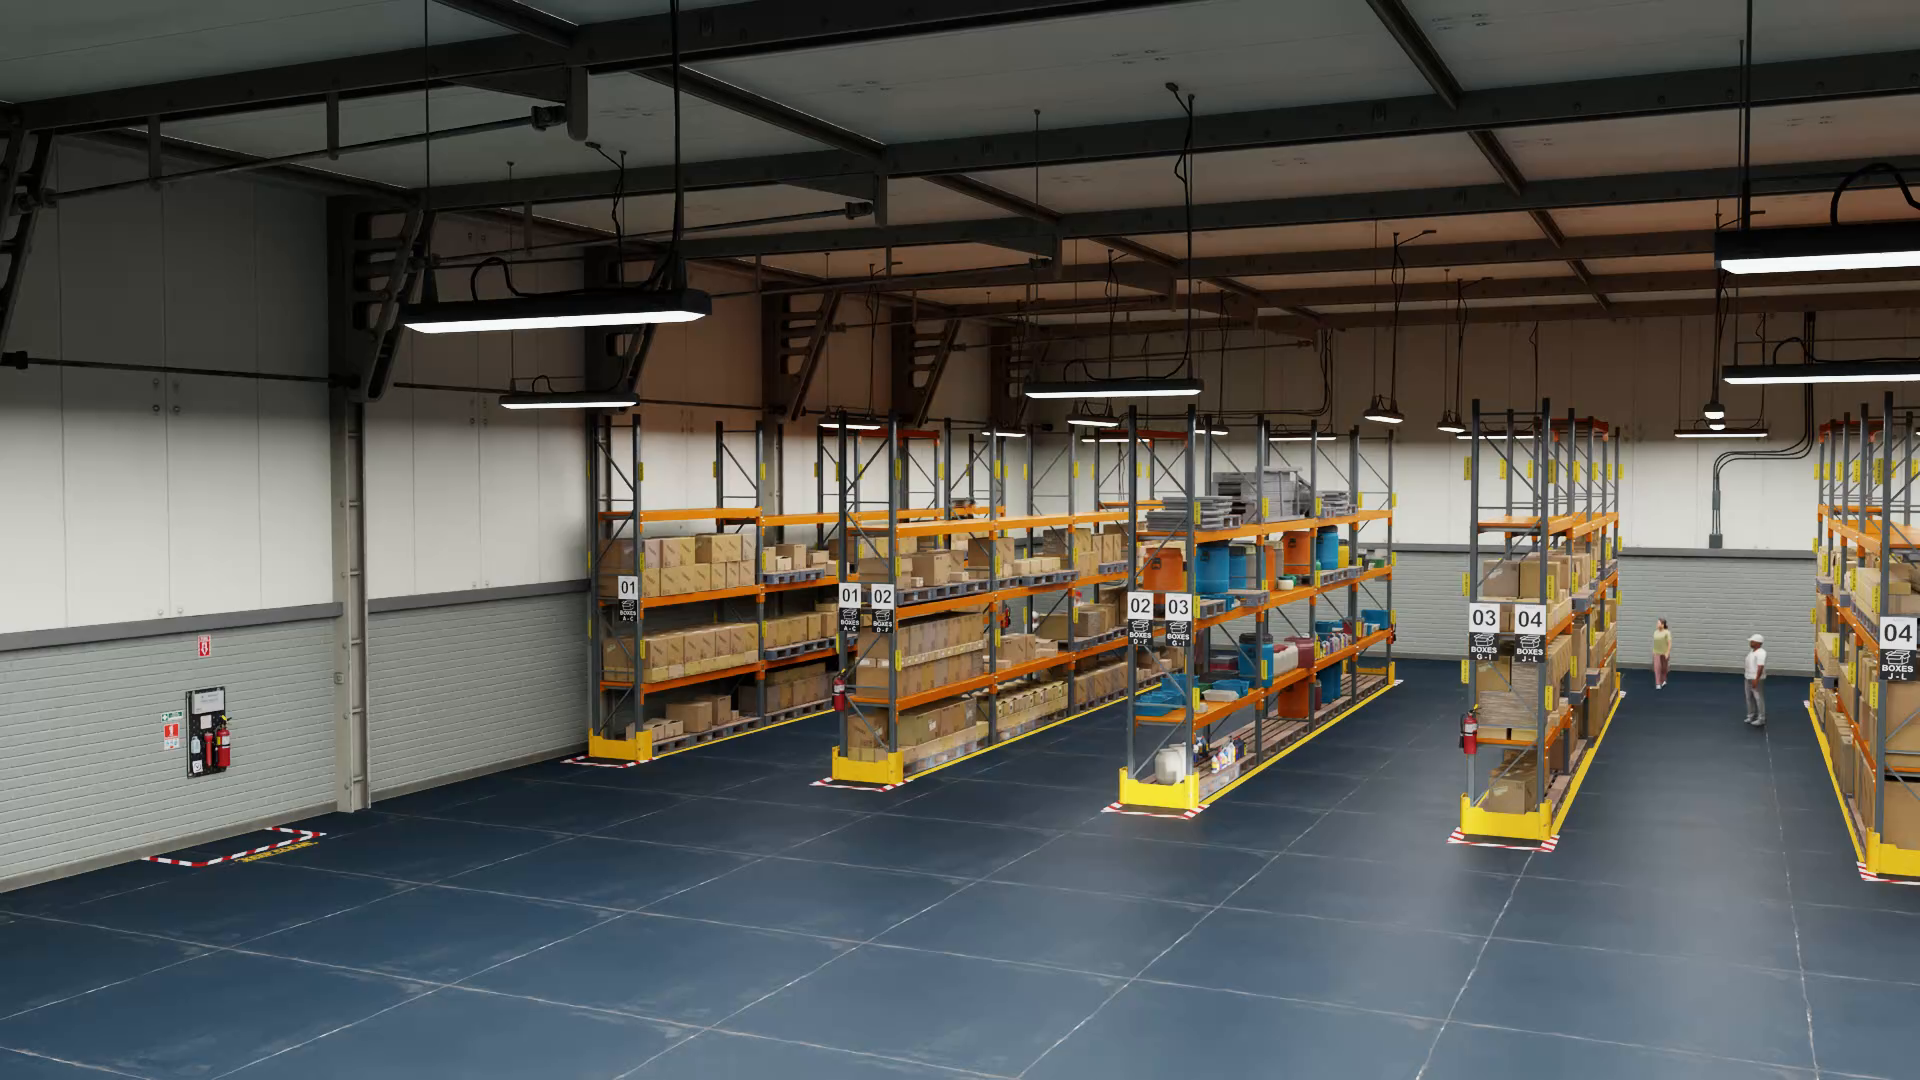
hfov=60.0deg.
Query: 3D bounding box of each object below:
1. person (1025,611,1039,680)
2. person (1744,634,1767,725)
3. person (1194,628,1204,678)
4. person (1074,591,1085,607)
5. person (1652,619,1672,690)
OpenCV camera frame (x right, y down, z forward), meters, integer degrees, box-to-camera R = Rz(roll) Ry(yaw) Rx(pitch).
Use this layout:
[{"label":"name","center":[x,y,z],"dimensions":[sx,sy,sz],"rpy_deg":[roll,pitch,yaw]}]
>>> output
[{"label":"person","center":[1.641,2.530,38.157],"dimensions":[0.399,1.791,0.597],"rpy_deg":[0,2,9]},{"label":"person","center":[15.767,2.758,32.995],"dimensions":[0.452,1.772,0.581],"rpy_deg":[0,2,-11]},{"label":"person","center":[5.333,2.578,37.321],"dimensions":[0.459,1.786,0.582],"rpy_deg":[0,2,-5]},{"label":"person","center":[3.133,2.258,45.166],"dimensions":[0.557,1.727,1.043],"rpy_deg":[1,3,21]},{"label":"person","center":[16.169,2.618,38.312],"dimensions":[0.414,1.620,1.064],"rpy_deg":[1,2,20]}]
